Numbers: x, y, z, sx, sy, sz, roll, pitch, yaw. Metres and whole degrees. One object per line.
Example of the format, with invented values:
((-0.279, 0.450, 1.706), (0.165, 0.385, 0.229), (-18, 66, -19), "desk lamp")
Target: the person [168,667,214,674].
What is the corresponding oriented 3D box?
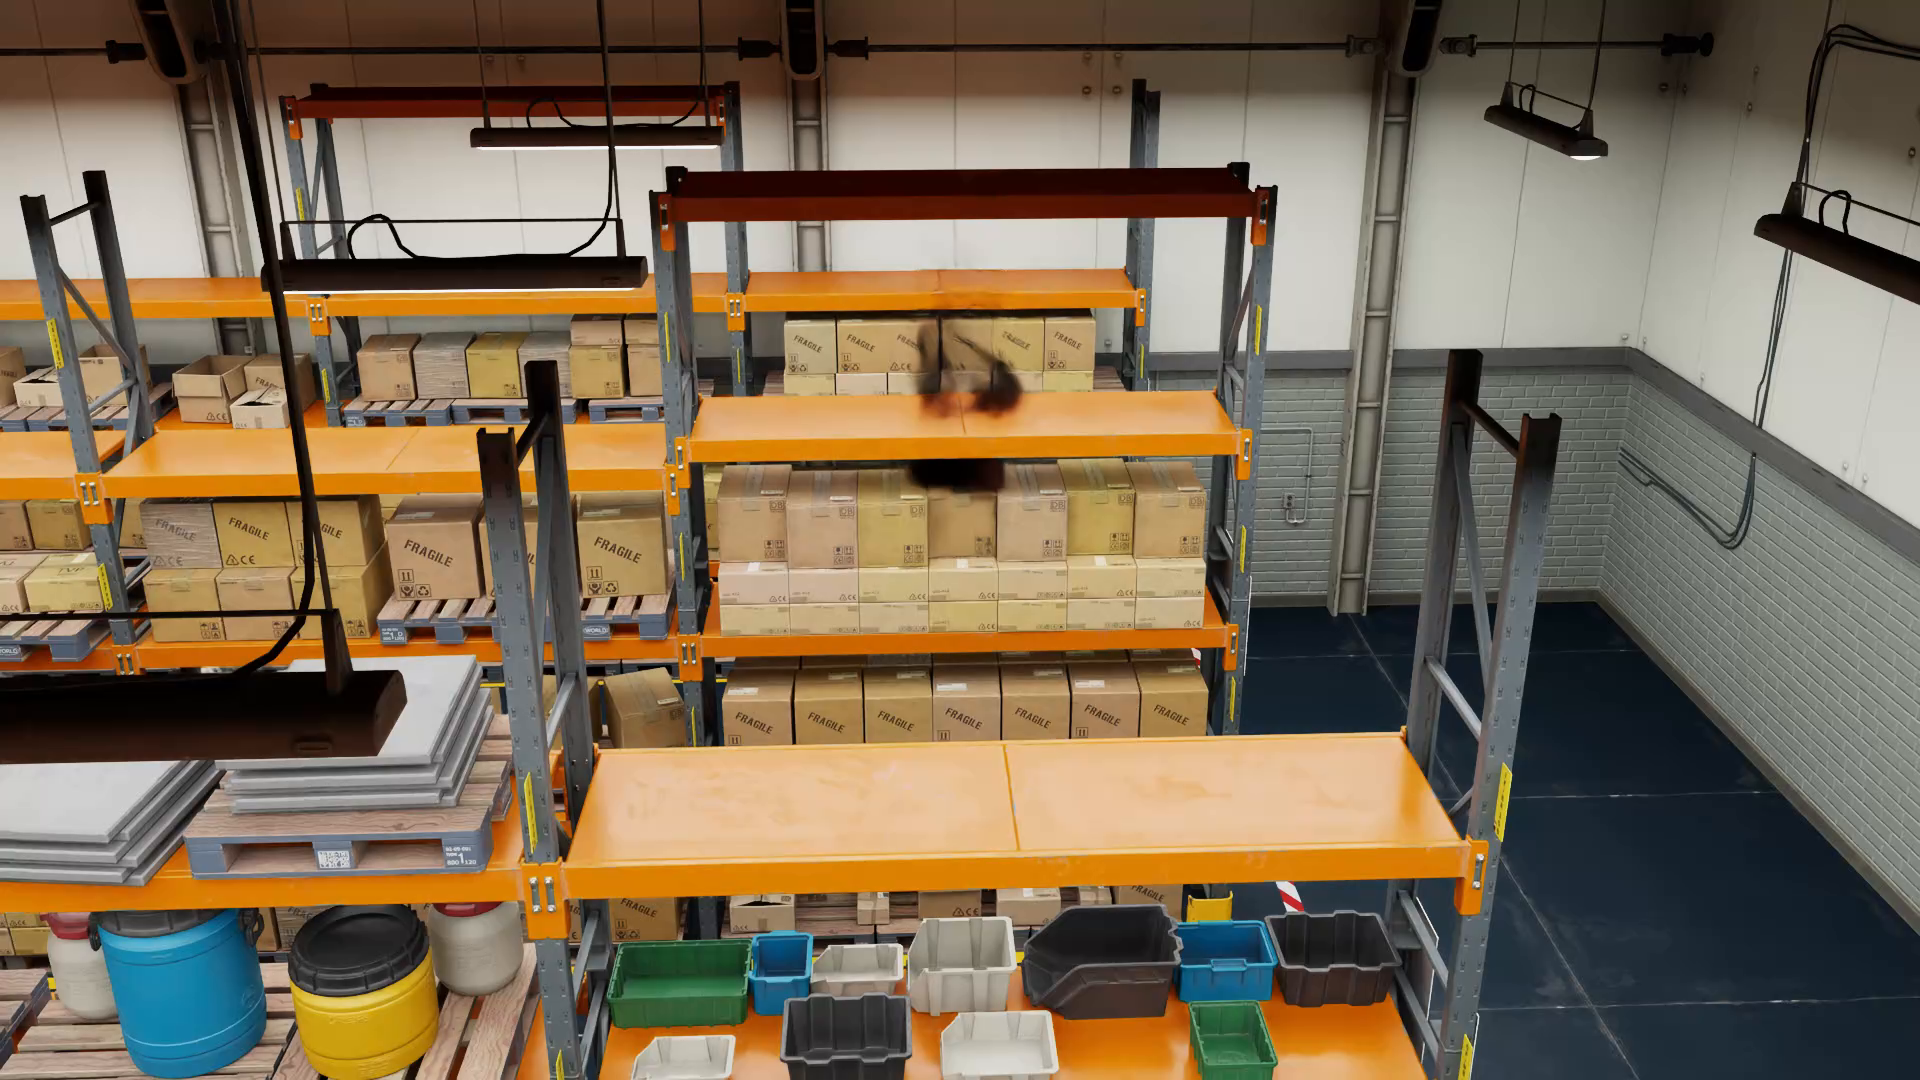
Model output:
((-7.001, 1.434, 15.458), (1.023, 1.682, 0.618), (-5, 23, -12), "person")
